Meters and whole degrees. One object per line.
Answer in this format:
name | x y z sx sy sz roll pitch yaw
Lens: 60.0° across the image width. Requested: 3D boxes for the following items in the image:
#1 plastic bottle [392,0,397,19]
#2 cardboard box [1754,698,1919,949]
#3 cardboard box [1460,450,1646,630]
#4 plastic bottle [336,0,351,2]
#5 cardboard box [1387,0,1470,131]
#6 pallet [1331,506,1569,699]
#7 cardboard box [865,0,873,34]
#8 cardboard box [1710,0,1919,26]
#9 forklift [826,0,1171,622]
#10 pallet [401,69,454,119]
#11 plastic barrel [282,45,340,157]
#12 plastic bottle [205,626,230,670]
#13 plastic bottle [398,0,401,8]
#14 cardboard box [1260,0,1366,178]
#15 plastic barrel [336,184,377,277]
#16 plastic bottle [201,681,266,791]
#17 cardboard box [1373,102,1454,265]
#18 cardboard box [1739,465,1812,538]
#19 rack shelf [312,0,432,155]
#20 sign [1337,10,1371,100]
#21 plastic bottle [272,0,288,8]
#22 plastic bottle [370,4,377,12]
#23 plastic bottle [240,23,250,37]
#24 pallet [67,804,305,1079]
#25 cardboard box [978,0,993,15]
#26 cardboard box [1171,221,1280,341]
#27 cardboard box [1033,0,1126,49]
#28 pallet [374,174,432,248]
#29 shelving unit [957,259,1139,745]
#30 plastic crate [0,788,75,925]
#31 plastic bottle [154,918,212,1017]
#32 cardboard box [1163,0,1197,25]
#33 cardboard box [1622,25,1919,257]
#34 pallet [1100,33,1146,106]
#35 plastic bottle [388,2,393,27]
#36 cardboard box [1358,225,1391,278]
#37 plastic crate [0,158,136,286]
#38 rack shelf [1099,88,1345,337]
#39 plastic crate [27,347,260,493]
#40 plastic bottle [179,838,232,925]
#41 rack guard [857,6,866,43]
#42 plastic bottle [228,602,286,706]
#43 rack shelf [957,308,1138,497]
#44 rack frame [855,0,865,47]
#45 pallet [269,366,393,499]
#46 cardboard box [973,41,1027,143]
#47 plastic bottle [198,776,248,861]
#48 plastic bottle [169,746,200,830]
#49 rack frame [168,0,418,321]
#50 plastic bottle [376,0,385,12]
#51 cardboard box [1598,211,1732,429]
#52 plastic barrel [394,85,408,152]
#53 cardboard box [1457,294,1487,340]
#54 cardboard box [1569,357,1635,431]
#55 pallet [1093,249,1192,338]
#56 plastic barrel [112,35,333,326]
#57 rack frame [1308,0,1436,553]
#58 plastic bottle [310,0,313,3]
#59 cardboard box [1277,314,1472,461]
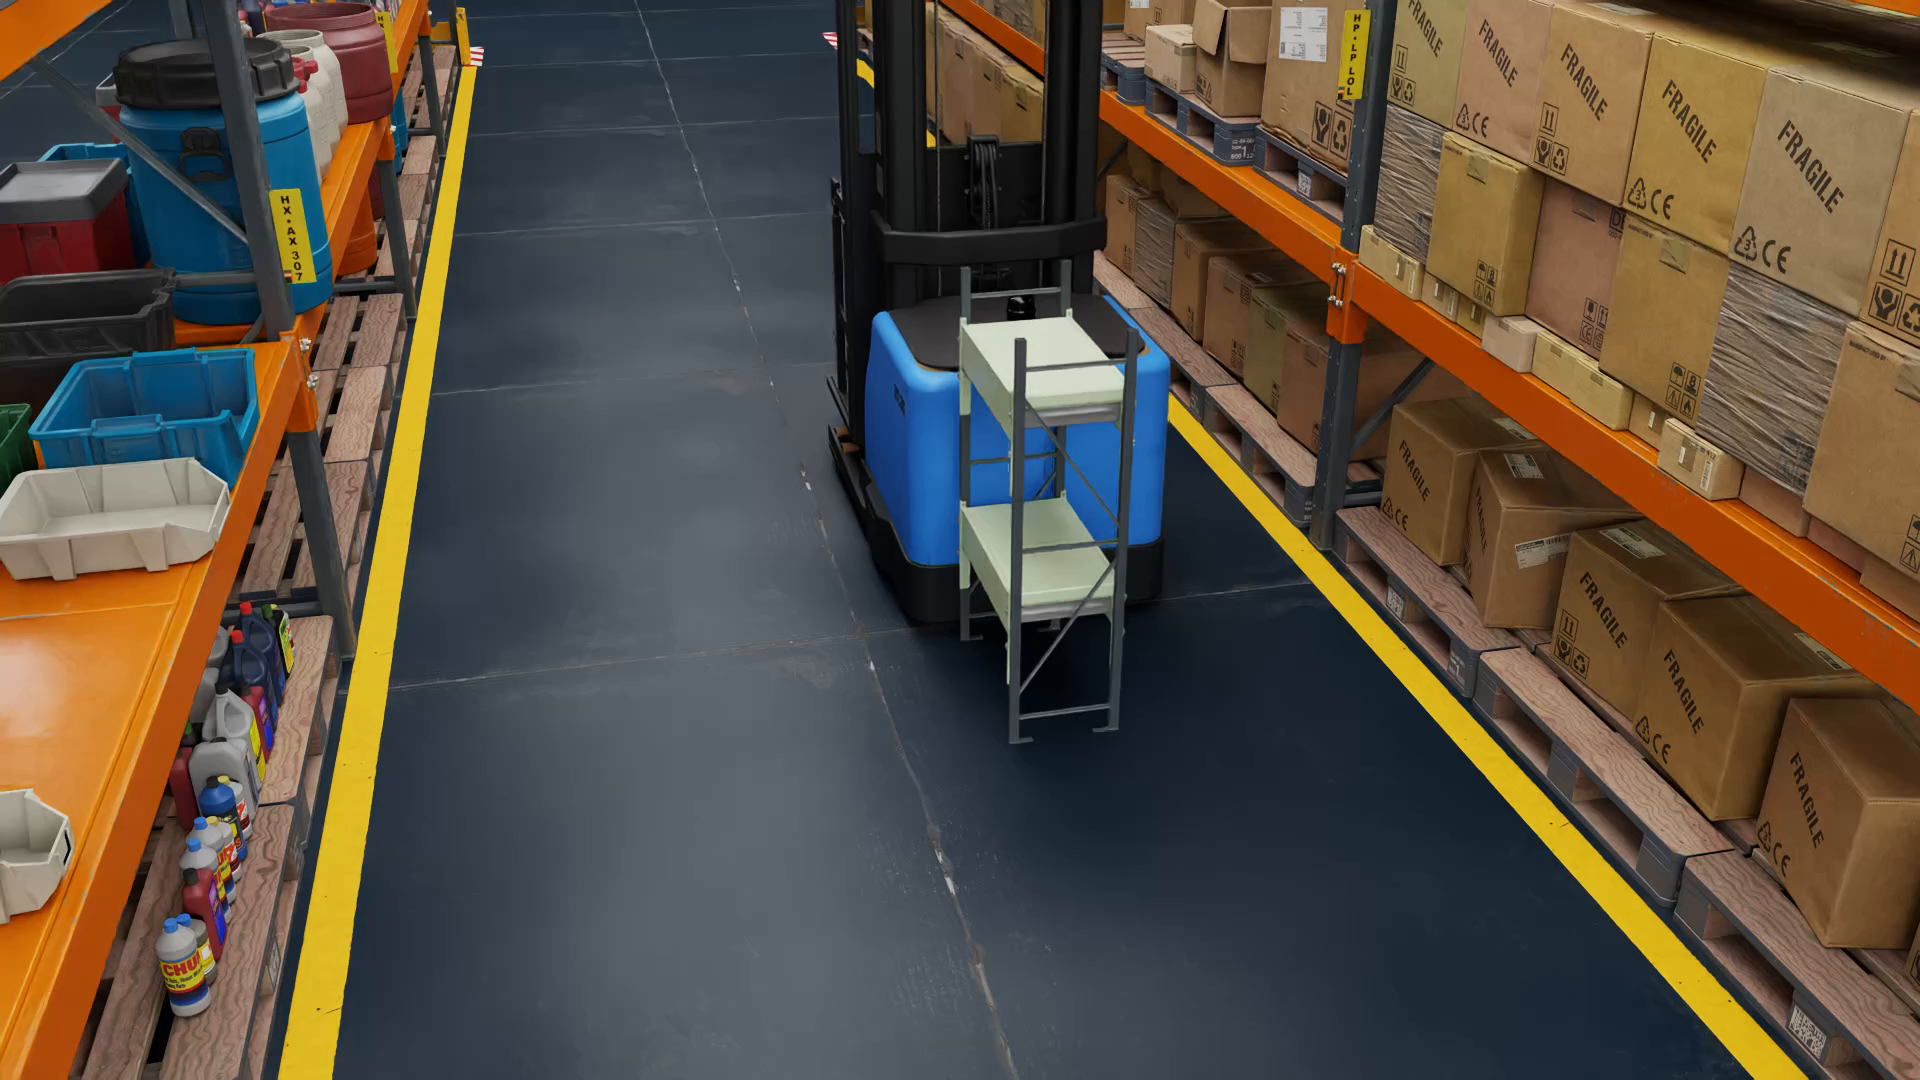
plastic bottle | -3.981 -3.732 11.453 0.152 0.276 0.135 -6 27 -12
cardboard box | 2.626 0.790 4.664 0.500 0.500 0.500 1 27 2
cardboard box | 2.205 -0.001 6.231 0.500 0.500 0.500 2 27 5
plastic bottle | -3.955 -3.418 10.748 0.144 0.351 0.185 -6 27 -12
cardboard box | 1.871 -1.760 5.858 0.500 0.500 0.500 -6 27 -12
pallet | 2.203 0.176 6.666 1.003 0.211 1.213 -6 27 -12
cardboard box | -0.465 -5.594 16.896 0.875 0.875 0.875 -6 27 -12
cardboard box | 2.612 -1.375 5.094 0.500 0.500 0.500 -6 27 -12
forklift | -0.013 -1.633 7.233 1.130 2.935 3.031 -6 27 -11
pallet | -5.093 -3.979 14.900 1.003 0.211 1.213 -6 27 -12
plastic barrel | -3.175 -2.048 7.854 0.421 0.512 0.421 0 27 0
plastic bottle | -2.523 0.397 5.585 0.144 0.351 0.185 -6 27 -12
plastic bottle | -4.085 -3.976 11.854 0.144 0.351 0.185 -6 27 -12
cardboard box | 1.974 -2.178 7.104 1.000 1.000 1.000 -6 27 -11
plastic barrel | -3.837 -2.044 9.914 0.600 0.830 0.708 -6 27 -12
plastic bottle | -2.267 0.609 5.166 0.144 0.351 0.185 -6 27 -12
cardboard box | 2.058 -1.333 6.122 0.875 0.500 0.500 -6 27 -12
cardboard box | 2.355 -0.143 4.483 0.380 0.149 0.250 -6 27 -12
rack shelf | -4.161 -3.170 10.999 1.077 0.370 4.000 -6 27 -12
sign | 1.477 -1.819 6.239 0.100 0.325 0.005 -6 27 -12
plastic bottle | -4.434 -3.437 10.873 0.097 0.271 0.097 0 27 0
plastic bottle | -3.700 -3.238 10.478 0.097 0.271 0.097 0 27 0
plastic bottle | -4.409 -3.069 10.221 0.097 0.201 0.097 0 27 0
pallet | -2.419 1.224 4.591 1.003 0.211 1.213 -6 27 -12
cardboard box | 0.422 -4.022 11.779 0.500 0.500 0.500 -5 27 -11
cardboard box | 1.558 -1.414 9.008 0.700 0.500 0.500 -4 27 -7
cardboard box | 0.763 -3.352 10.451 0.500 0.500 0.500 -5 27 -10
pallet | -4.200 -2.244 11.462 1.003 0.211 1.213 -6 27 -12
shelving unit | 0.281 -0.137 5.854 0.431 1.500 0.755 -6 28 -12
plastic crate | -1.795 0.591 3.042 0.298 0.136 0.250 -6 27 -12
plastic bottle | -2.012 1.093 4.295 0.097 0.271 0.097 0 27 0
cardboard box | 1.499 -2.880 9.050 0.700 0.500 0.500 -2 27 -4
cardboard box | 2.221 -1.103 4.555 0.500 0.500 0.500 -6 27 -12
pallet | 1.380 -2.728 9.539 1.213 0.211 1.003 -6 27 -12
plastic bottle | -3.876 -3.549 11.173 0.097 0.201 0.097 0 27 0
cardboard box | 1.772 -1.123 6.424 0.380 0.149 0.250 -6 27 -12
plastic crate | -3.216 -1.067 5.964 0.402 0.464 0.583 -6 27 -12
rack shelf | 1.566 -1.917 8.517 1.077 0.370 4.000 -6 27 -12
plastic crate | -2.295 -0.332 4.744 0.499 0.251 0.616 -6 27 -12
plastic bottle | -2.089 0.943 4.593 0.097 0.271 0.097 0 27 0
rack guard | -0.693 -5.522 17.636 1.175 0.500 0.348 -6 27 -12
plastic bottle | -2.383 0.383 5.614 0.144 0.351 0.185 -7 28 -13
rack shelf | 0.281 -0.485 5.677 0.431 0.370 0.720 -6 28 -12
rack frame | -0.687 -6.628 17.052 1.000 3.000 0.127 -6 27 -12
pallet | -3.302 -0.489 7.985 1.003 0.211 1.213 -6 27 -12
cardboard box | 0.787 -3.052 11.859 1.225 0.875 0.875 -6 27 -11
plastic bottle | -2.157 0.810 4.856 0.097 0.271 0.097 0 27 0
plastic bottle | -2.337 0.722 5.017 0.061 0.283 0.133 -6 27 -12
rack frame | -3.710 -2.613 9.098 1.000 3.000 0.127 -6 27 -12
plastic bottle | -3.805 -3.389 10.773 0.152 0.276 0.135 -6 27 -12
cardboard box | 2.420 -0.677 4.822 0.875 0.500 0.500 -6 27 -12
plastic barrel | -4.505 -3.379 12.478 0.600 0.901 0.708 -6 27 -12
cardboard box | 1.965 -0.796 5.777 0.380 0.149 0.250 -6 27 -12
cardboard box | 2.123 -0.465 5.122 0.380 0.149 0.250 -6 27 -12
pallet | 1.290 -1.528 10.042 1.003 0.211 1.213 -6 27 -12
plastic barrel | -2.600 -1.281 5.903 0.600 0.901 0.708 -6 27 -12
rack frame | 2.017 -1.360 6.615 1.000 3.000 0.127 -6 27 -12
plastic bottle | -4.678 -3.898 11.865 0.097 0.201 0.097 0 27 0
cardboard box | 1.900 -0.712 7.617 0.700 0.500 0.500 -8 28 -16
